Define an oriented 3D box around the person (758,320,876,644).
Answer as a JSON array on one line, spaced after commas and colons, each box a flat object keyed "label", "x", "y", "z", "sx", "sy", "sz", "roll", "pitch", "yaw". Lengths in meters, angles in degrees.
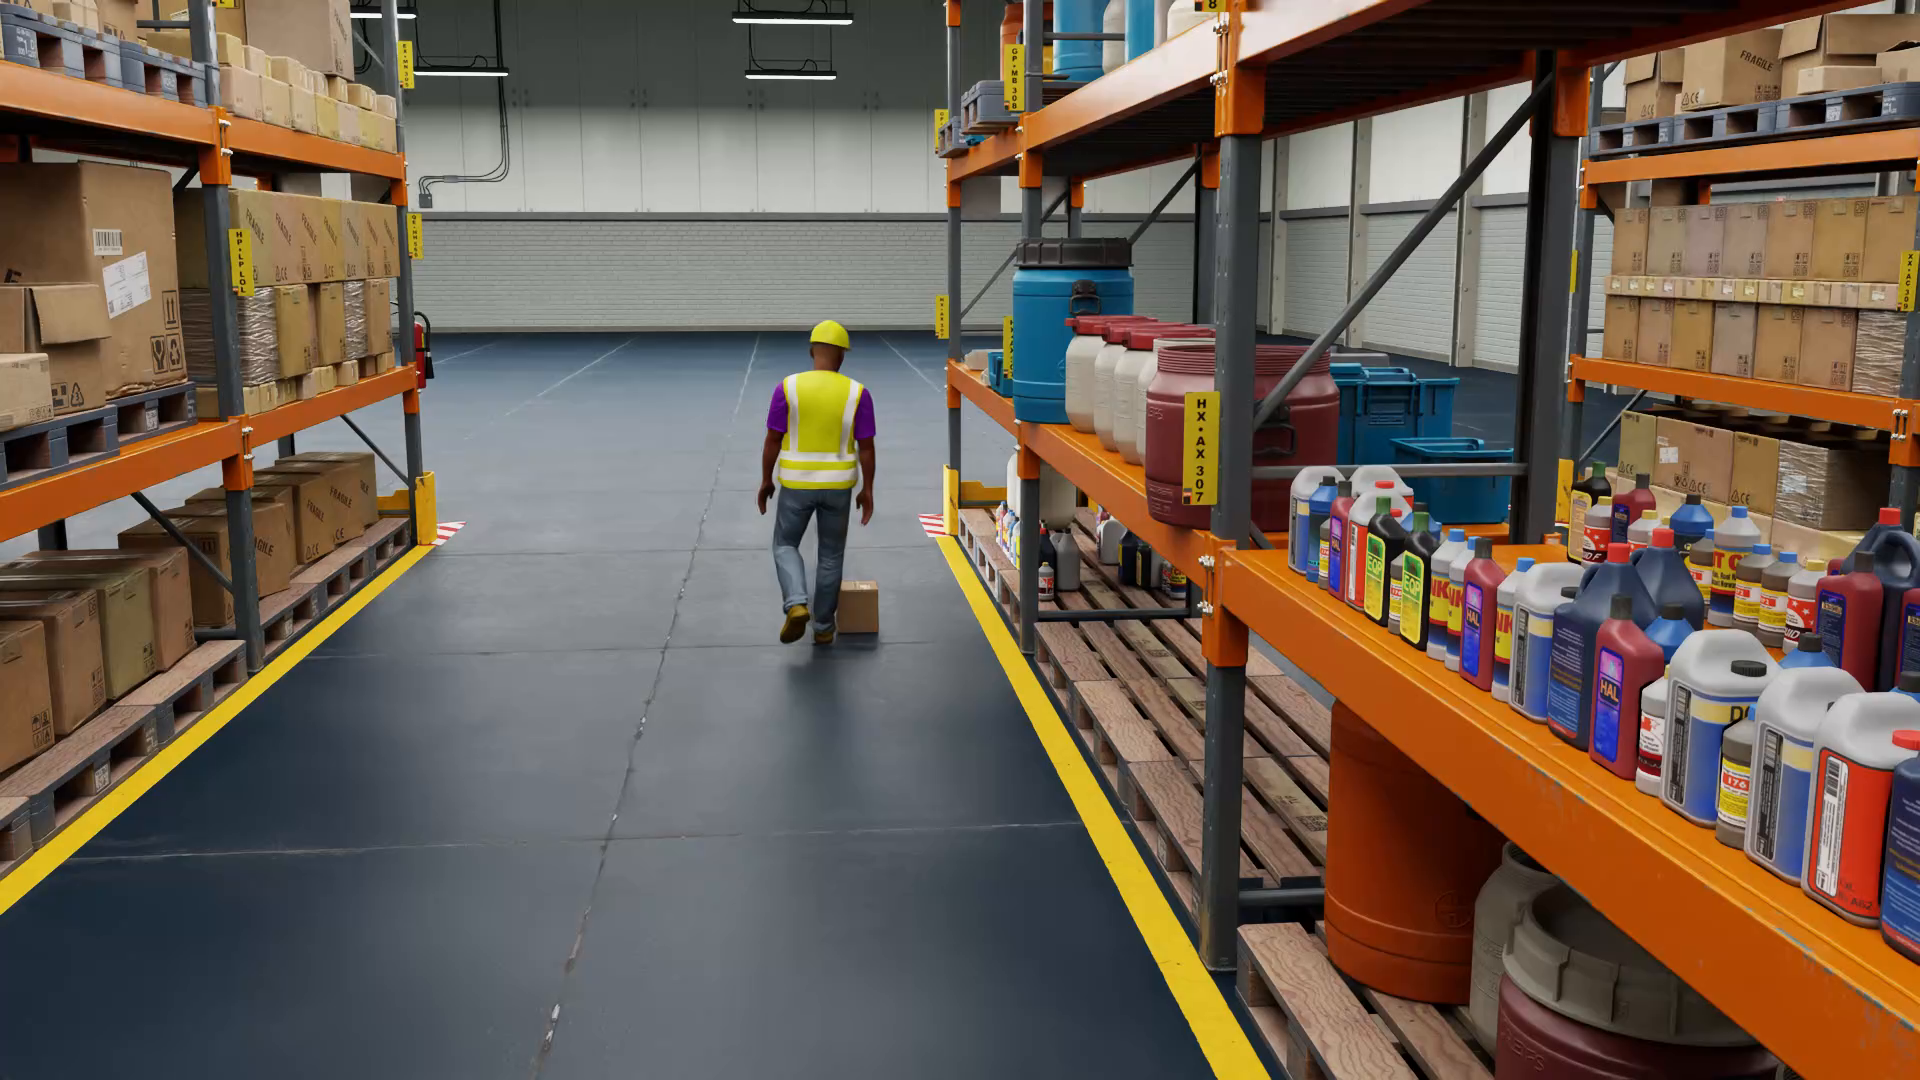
[{"label": "person", "x": -0.774, "y": -0.296, "z": 8.953, "sx": 0.631, "sy": 1.764, "sz": 0.659, "roll": -1, "pitch": 10, "yaw": -7}]
